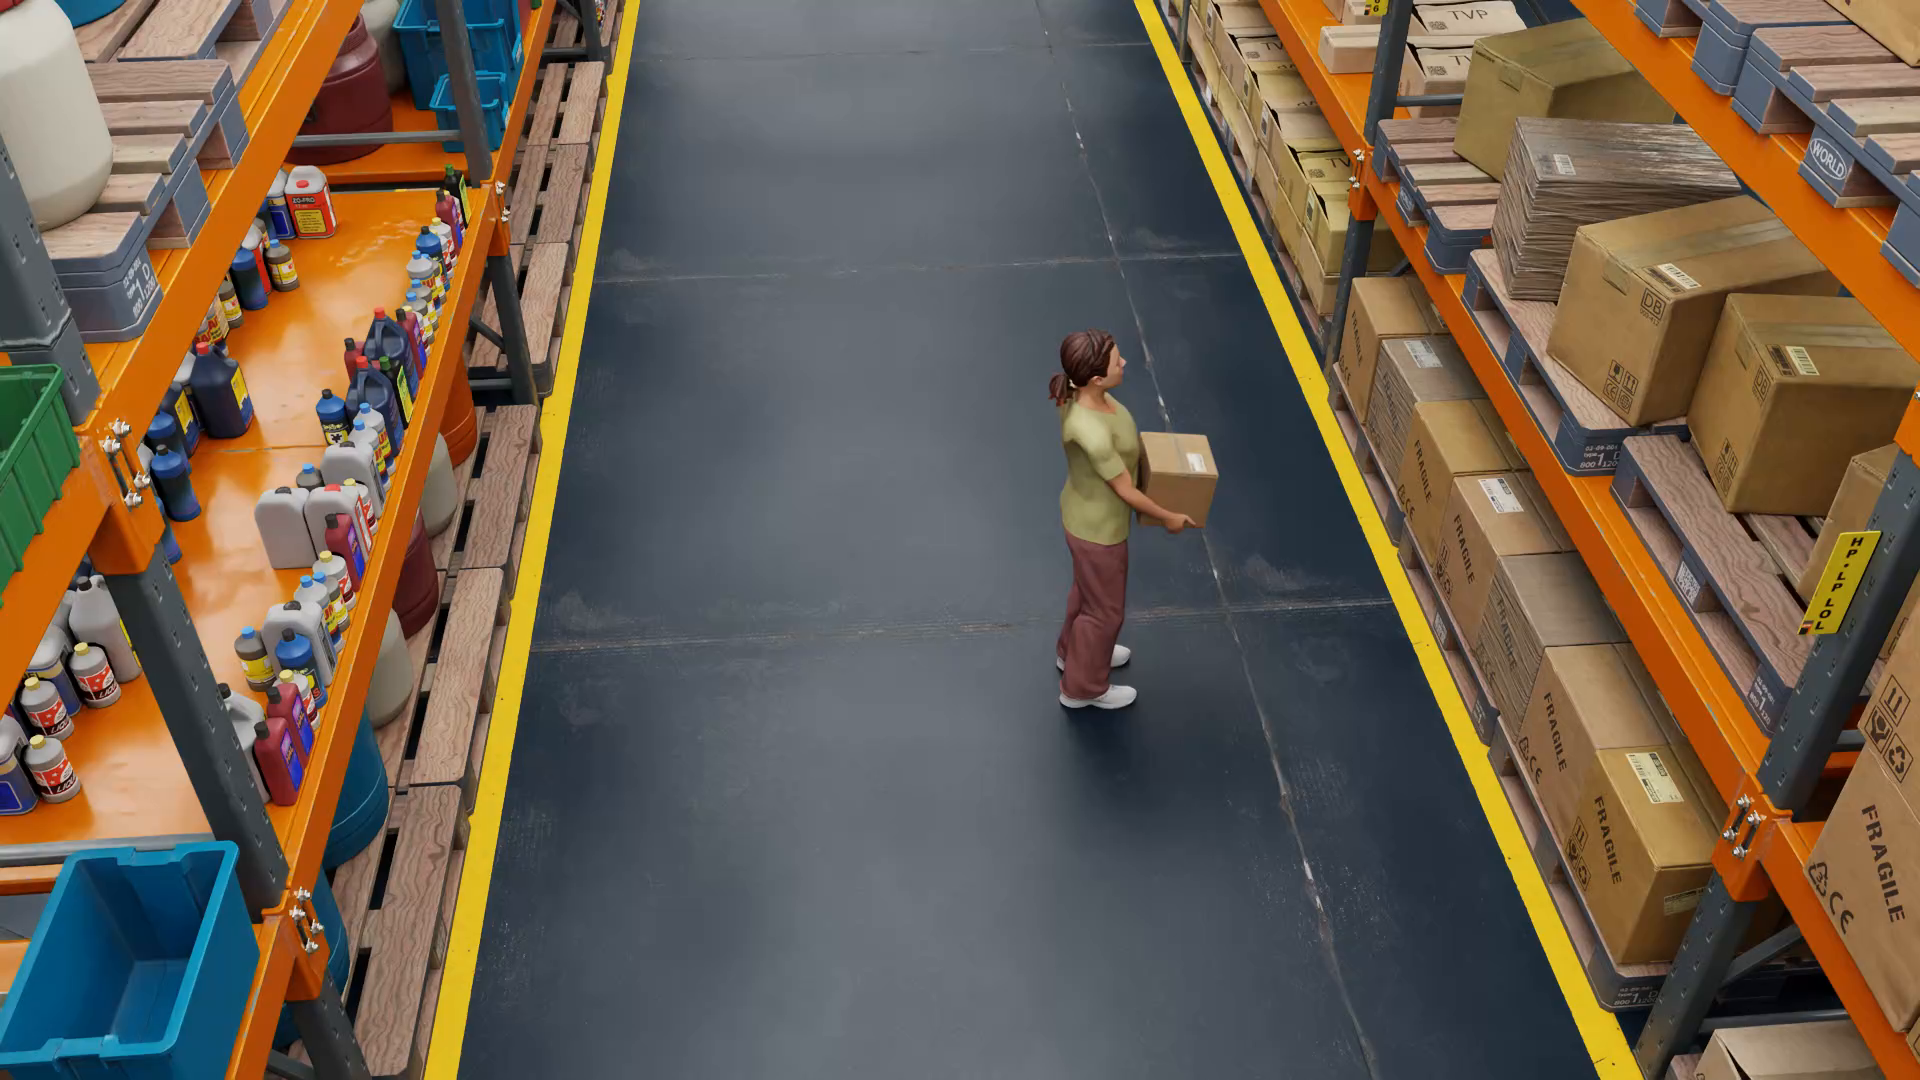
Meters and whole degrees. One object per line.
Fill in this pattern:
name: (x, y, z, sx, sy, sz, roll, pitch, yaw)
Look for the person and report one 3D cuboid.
person: (0.582, -0.071, 6.253, 0.553, 1.663, 0.425, -2, 39, -3)
